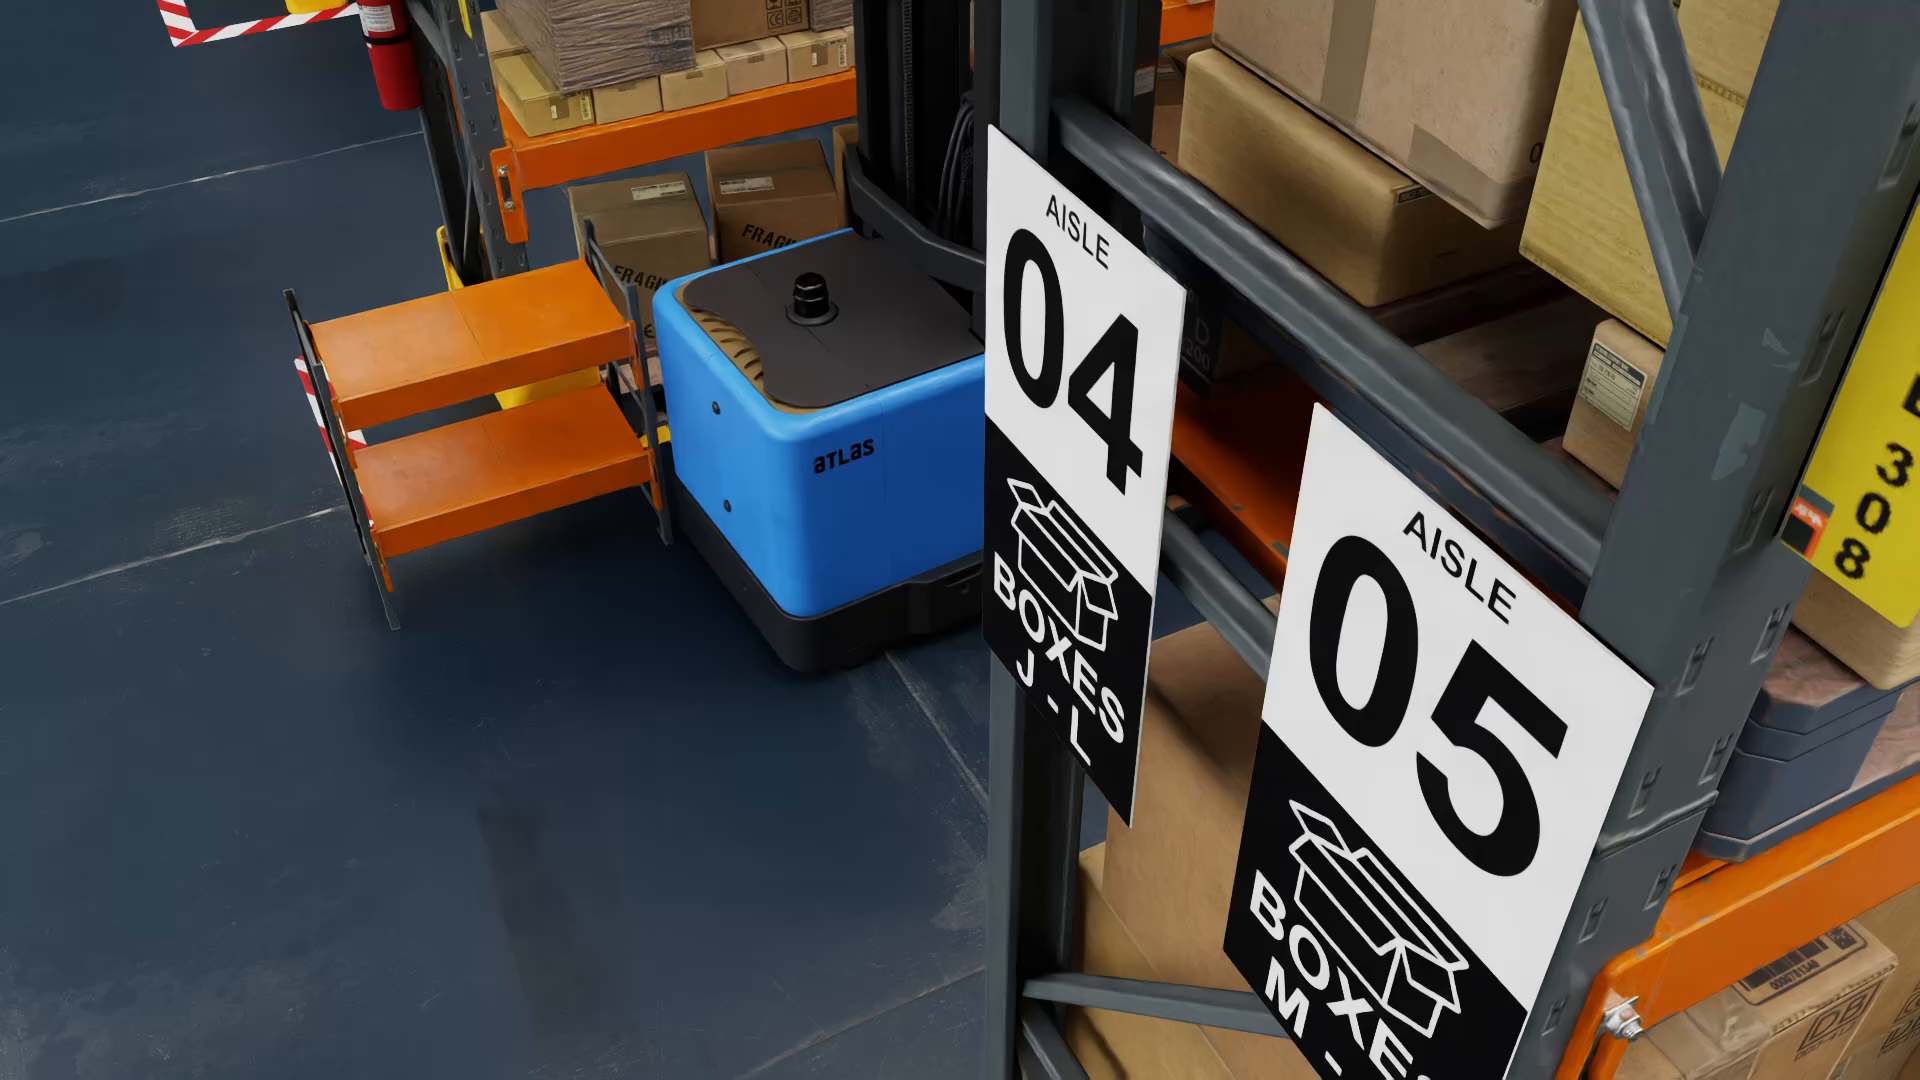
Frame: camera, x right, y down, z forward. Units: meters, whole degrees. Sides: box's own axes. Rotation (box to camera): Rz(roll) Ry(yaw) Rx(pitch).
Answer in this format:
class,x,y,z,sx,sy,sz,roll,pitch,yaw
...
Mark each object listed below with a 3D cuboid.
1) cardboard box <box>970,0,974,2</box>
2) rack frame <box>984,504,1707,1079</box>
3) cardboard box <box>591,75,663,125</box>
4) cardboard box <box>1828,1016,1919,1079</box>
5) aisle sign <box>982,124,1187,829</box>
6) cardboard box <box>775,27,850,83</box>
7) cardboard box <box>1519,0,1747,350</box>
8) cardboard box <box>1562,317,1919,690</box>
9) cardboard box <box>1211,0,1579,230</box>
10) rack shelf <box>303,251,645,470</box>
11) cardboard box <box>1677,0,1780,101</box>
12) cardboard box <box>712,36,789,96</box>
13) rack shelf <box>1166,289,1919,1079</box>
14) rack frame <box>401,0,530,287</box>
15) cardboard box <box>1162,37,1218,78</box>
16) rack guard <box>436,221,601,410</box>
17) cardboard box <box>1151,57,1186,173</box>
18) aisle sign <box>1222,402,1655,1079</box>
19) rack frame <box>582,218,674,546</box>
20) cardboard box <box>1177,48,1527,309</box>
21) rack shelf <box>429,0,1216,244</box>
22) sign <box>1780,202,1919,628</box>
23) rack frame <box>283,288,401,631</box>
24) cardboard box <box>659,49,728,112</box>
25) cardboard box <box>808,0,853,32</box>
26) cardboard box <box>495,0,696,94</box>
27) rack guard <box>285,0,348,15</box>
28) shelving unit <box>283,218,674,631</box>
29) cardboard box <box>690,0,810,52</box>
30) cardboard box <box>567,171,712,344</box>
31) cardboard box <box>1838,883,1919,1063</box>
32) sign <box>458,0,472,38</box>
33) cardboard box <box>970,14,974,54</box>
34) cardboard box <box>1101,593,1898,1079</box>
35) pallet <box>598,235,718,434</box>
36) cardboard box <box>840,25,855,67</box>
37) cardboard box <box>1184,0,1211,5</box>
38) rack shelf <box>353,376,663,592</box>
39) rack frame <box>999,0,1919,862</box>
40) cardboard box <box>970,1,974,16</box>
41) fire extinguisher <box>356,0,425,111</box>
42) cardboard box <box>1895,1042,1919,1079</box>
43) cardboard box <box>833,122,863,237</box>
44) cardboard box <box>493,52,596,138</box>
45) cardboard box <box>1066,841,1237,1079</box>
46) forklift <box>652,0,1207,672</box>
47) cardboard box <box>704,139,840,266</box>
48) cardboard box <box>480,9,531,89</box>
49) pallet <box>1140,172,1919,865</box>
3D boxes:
class,x,y,z,sx,sy,sz,roll,pitch,yaw
cardboard box,-0.075,-2.564,6.650,0.500,0.500,0.875,-19,44,-21
rack frame,0.326,1.093,2.637,0.127,3.000,1.000,-19,44,-21
cardboard box,-1.283,-1.696,6.126,0.250,0.149,0.380,-19,44,-21
cardboard box,1.111,0.722,2.959,0.550,0.550,0.875,-19,44,-21
aisle sign,0.124,-0.050,1.975,0.004,0.787,0.394,-19,44,-21
cardboard box,-0.617,-1.919,6.389,0.250,0.149,0.380,-19,44,-21
cardboard box,0.872,-0.304,1.449,0.500,0.250,0.500,-19,44,-21
cardboard box,0.778,-0.073,1.485,0.250,0.149,0.380,-18,44,-20
cardboard box,0.631,-0.613,1.814,0.500,0.250,0.500,-18,43,-20
rack shelf,-1.653,-0.629,5.669,1.000,0.278,0.538,-18,44,-20
cardboard box,0.769,-0.376,1.226,0.250,0.149,0.380,-18,43,-20
cardboard box,-0.842,-1.848,6.306,0.250,0.149,0.380,-19,44,-21
rack shelf,2.099,-0.374,2.606,4.000,0.370,1.077,-19,44,-21
rack frame,-1.876,-1.779,6.030,0.127,3.000,1.000,-19,44,-21
cardboard box,1.298,-2.083,7.999,0.500,0.500,0.500,-20,44,-22
rack guard,-1.809,-0.848,6.865,0.348,0.500,1.175,-19,44,-21
cardboard box,0.794,-1.908,7.792,0.500,0.500,0.500,-6,41,-7
aisle sign,0.401,0.294,1.569,0.004,0.787,0.394,-19,44,-21
rack frame,-1.201,-0.556,6.036,0.032,1.125,0.500,-18,44,-20
cardboard box,0.464,-0.448,1.928,0.250,0.149,0.380,-19,44,-21
rack shelf,-0.102,-2.102,6.968,4.000,0.370,1.077,-19,44,-21
sign,0.577,-0.096,0.982,0.005,0.325,0.100,-19,44,-21
rack frame,-2.104,-0.255,5.680,0.032,1.125,0.500,-18,44,-20
cardboard box,-1.054,-1.762,6.204,0.250,0.149,0.380,-19,44,-21
cardboard box,-0.524,-2.422,6.482,0.500,0.500,0.875,-19,44,-21
cardboard box,-1.376,-2.080,6.077,0.500,0.500,0.875,-19,44,-21
rack guard,-4.118,-3.713,10.250,0.348,0.500,1.175,-19,44,-21
shelving unit,-1.653,-0.405,5.858,1.048,1.125,0.538,-18,44,-20
cardboard box,-0.987,-2.297,6.335,0.500,0.500,0.875,-19,44,-21
cardboard box,-1.314,-1.162,6.911,0.500,0.500,0.500,-11,41,-13
cardboard box,1.118,0.318,2.601,0.550,0.550,0.875,-19,44,-21
sign,-1.625,-1.799,5.384,0.005,0.325,0.100,-19,44,-21
cardboard box,-0.138,-2.024,6.514,0.250,0.149,0.380,-19,44,-21
cardboard box,0.672,0.535,2.344,0.550,0.550,0.875,-19,44,-21
pallet,-1.072,-0.960,7.221,1.213,0.211,1.003,-19,44,-21
cardboard box,-0.408,-2.009,6.496,0.250,0.149,0.380,-19,44,-21
cardboard box,0.971,-2.397,6.954,0.250,0.149,0.380,-19,44,-21
rack shelf,-1.653,-0.219,6.016,1.000,0.278,0.538,-18,44,-20
rack frame,0.326,-1.197,0.699,0.127,3.000,1.000,-19,44,-21
cardboard box,0.023,-2.175,6.692,0.250,0.149,0.380,-19,44,-21
fire extinguisher,-2.190,-1.980,6.327,0.183,0.674,0.296,-19,44,-21
cardboard box,1.666,0.627,3.071,0.550,0.550,0.875,-19,44,-21
cardboard box,-0.236,-1.536,7.353,0.500,0.500,0.500,-15,42,-17
cardboard box,-1.513,-1.632,6.051,0.250,0.149,0.380,-19,44,-21
cardboard box,0.634,0.899,2.750,0.550,0.550,0.875,-19,44,-21
forklift,0.469,-1.393,5.627,3.031,2.935,1.130,-22,45,-24
cardboard box,-0.800,-1.360,7.145,0.500,0.500,0.500,-8,41,-9
cardboard box,-1.719,-1.887,6.352,0.250,0.149,0.380,-19,44,-21
pallet,0.979,-0.246,1.965,1.213,0.211,1.003,-19,44,-21
